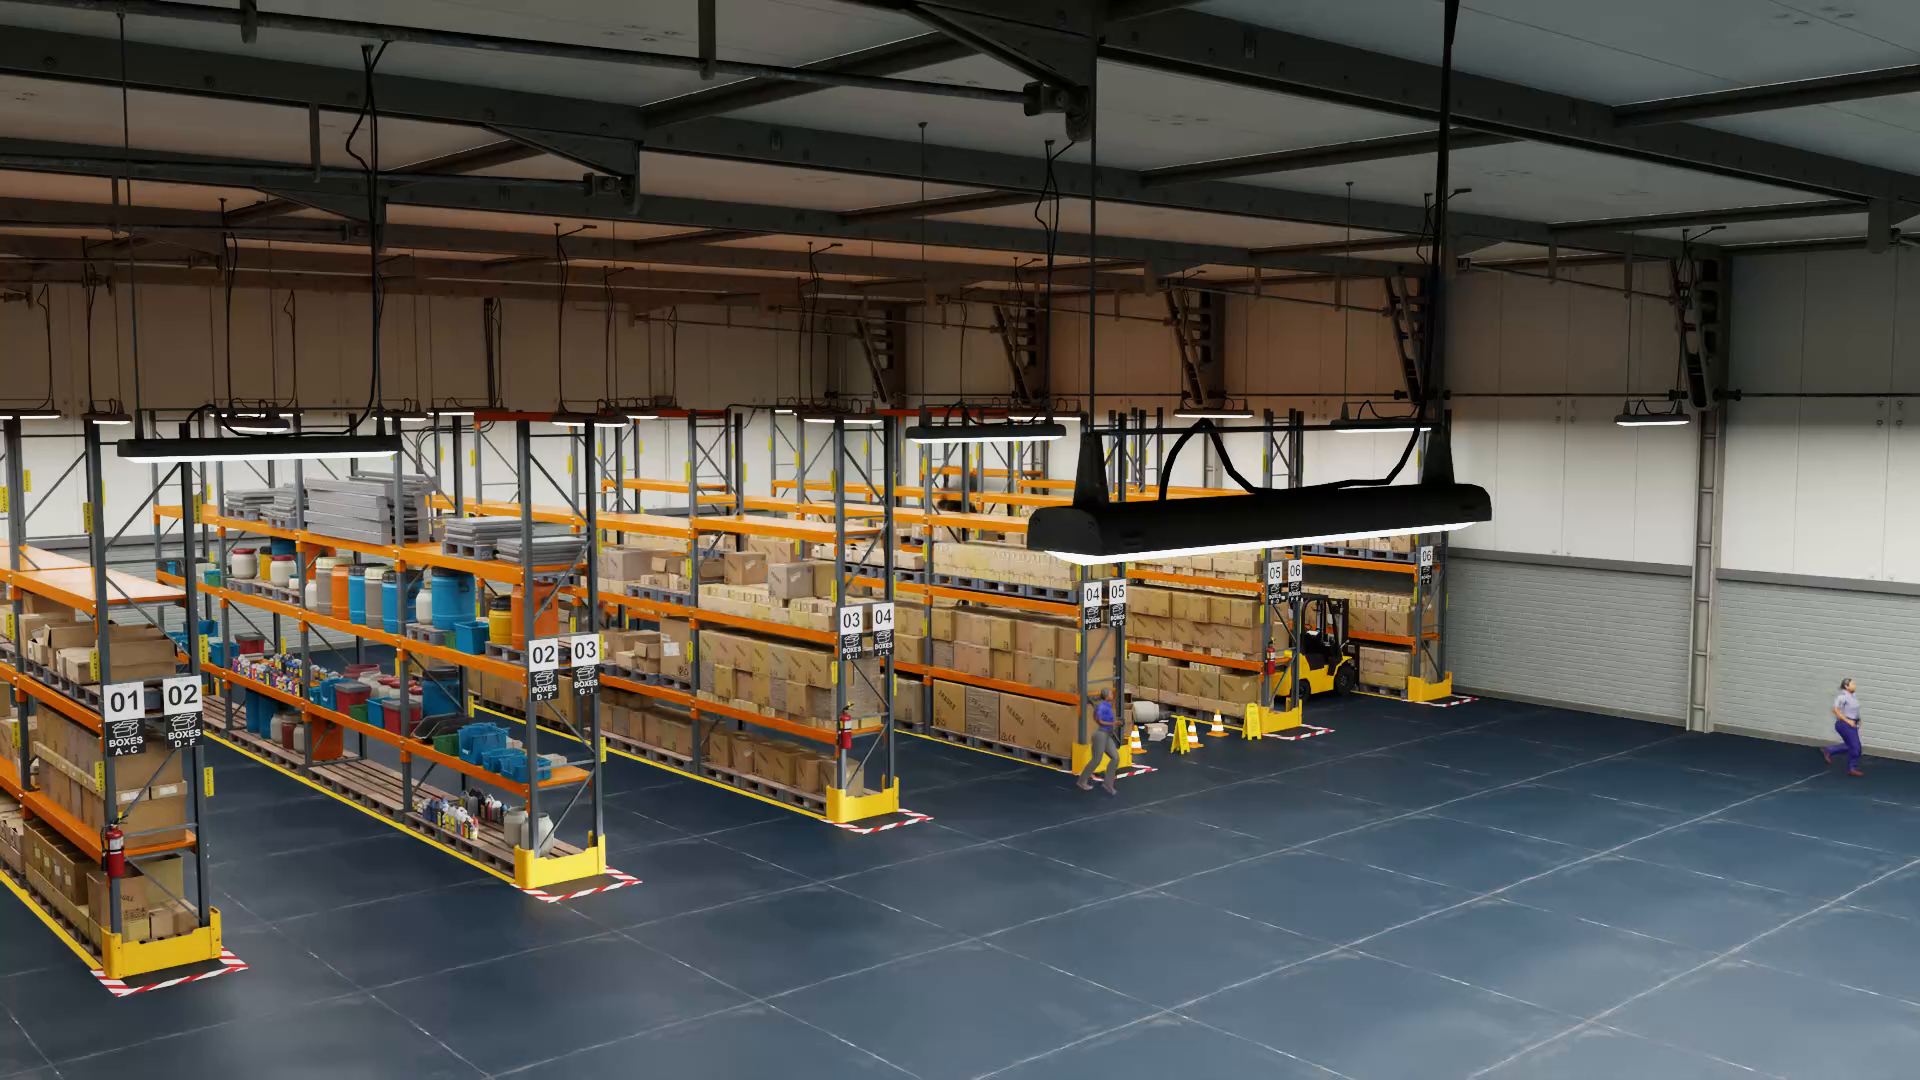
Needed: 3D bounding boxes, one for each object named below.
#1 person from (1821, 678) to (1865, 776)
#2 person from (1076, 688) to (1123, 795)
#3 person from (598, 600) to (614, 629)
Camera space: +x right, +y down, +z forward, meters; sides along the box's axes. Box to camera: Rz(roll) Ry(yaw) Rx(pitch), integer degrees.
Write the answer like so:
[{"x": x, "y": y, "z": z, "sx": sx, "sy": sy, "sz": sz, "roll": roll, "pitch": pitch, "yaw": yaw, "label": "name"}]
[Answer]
[{"x": 14.728, "y": 3.097, "z": 27.711, "sx": 0.714, "sy": 1.591, "sz": 0.624, "roll": 4, "pitch": 7, "yaw": 42, "label": "person"}, {"x": 2.270, "y": 3.206, "z": 26.556, "sx": 0.702, "sy": 1.665, "sz": 0.610, "roll": 2, "pitch": 5, "yaw": 21, "label": "person"}, {"x": -8.881, "y": 1.852, "z": 41.248, "sx": 0.910, "sy": 1.663, "sz": 0.710, "roll": 0, "pitch": 5, "yaw": -3, "label": "person"}]
